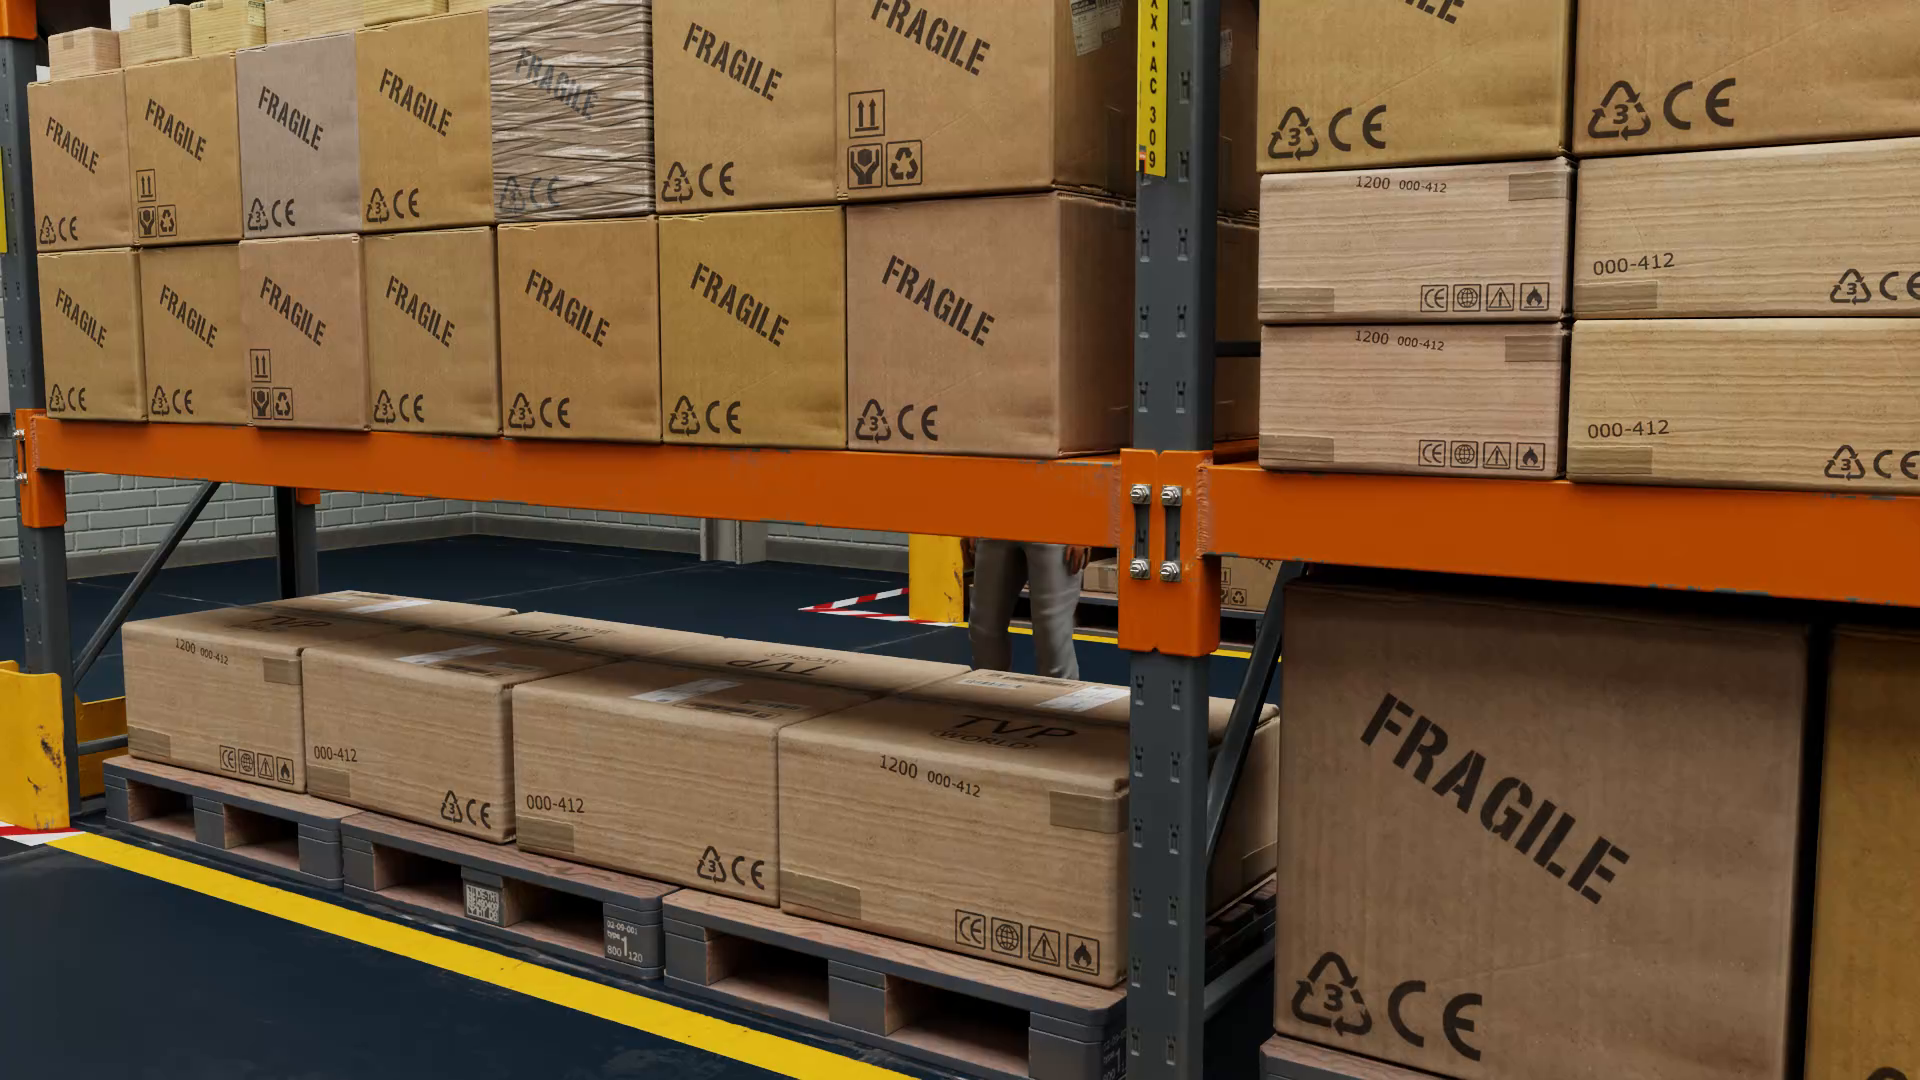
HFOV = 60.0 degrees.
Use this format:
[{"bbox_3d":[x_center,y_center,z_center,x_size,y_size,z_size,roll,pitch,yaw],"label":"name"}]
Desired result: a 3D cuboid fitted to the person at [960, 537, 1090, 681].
[{"bbox_3d":[0.237,-0.021,6.160,0.561,1.667,0.462,4,7,31],"label":"person"}]
